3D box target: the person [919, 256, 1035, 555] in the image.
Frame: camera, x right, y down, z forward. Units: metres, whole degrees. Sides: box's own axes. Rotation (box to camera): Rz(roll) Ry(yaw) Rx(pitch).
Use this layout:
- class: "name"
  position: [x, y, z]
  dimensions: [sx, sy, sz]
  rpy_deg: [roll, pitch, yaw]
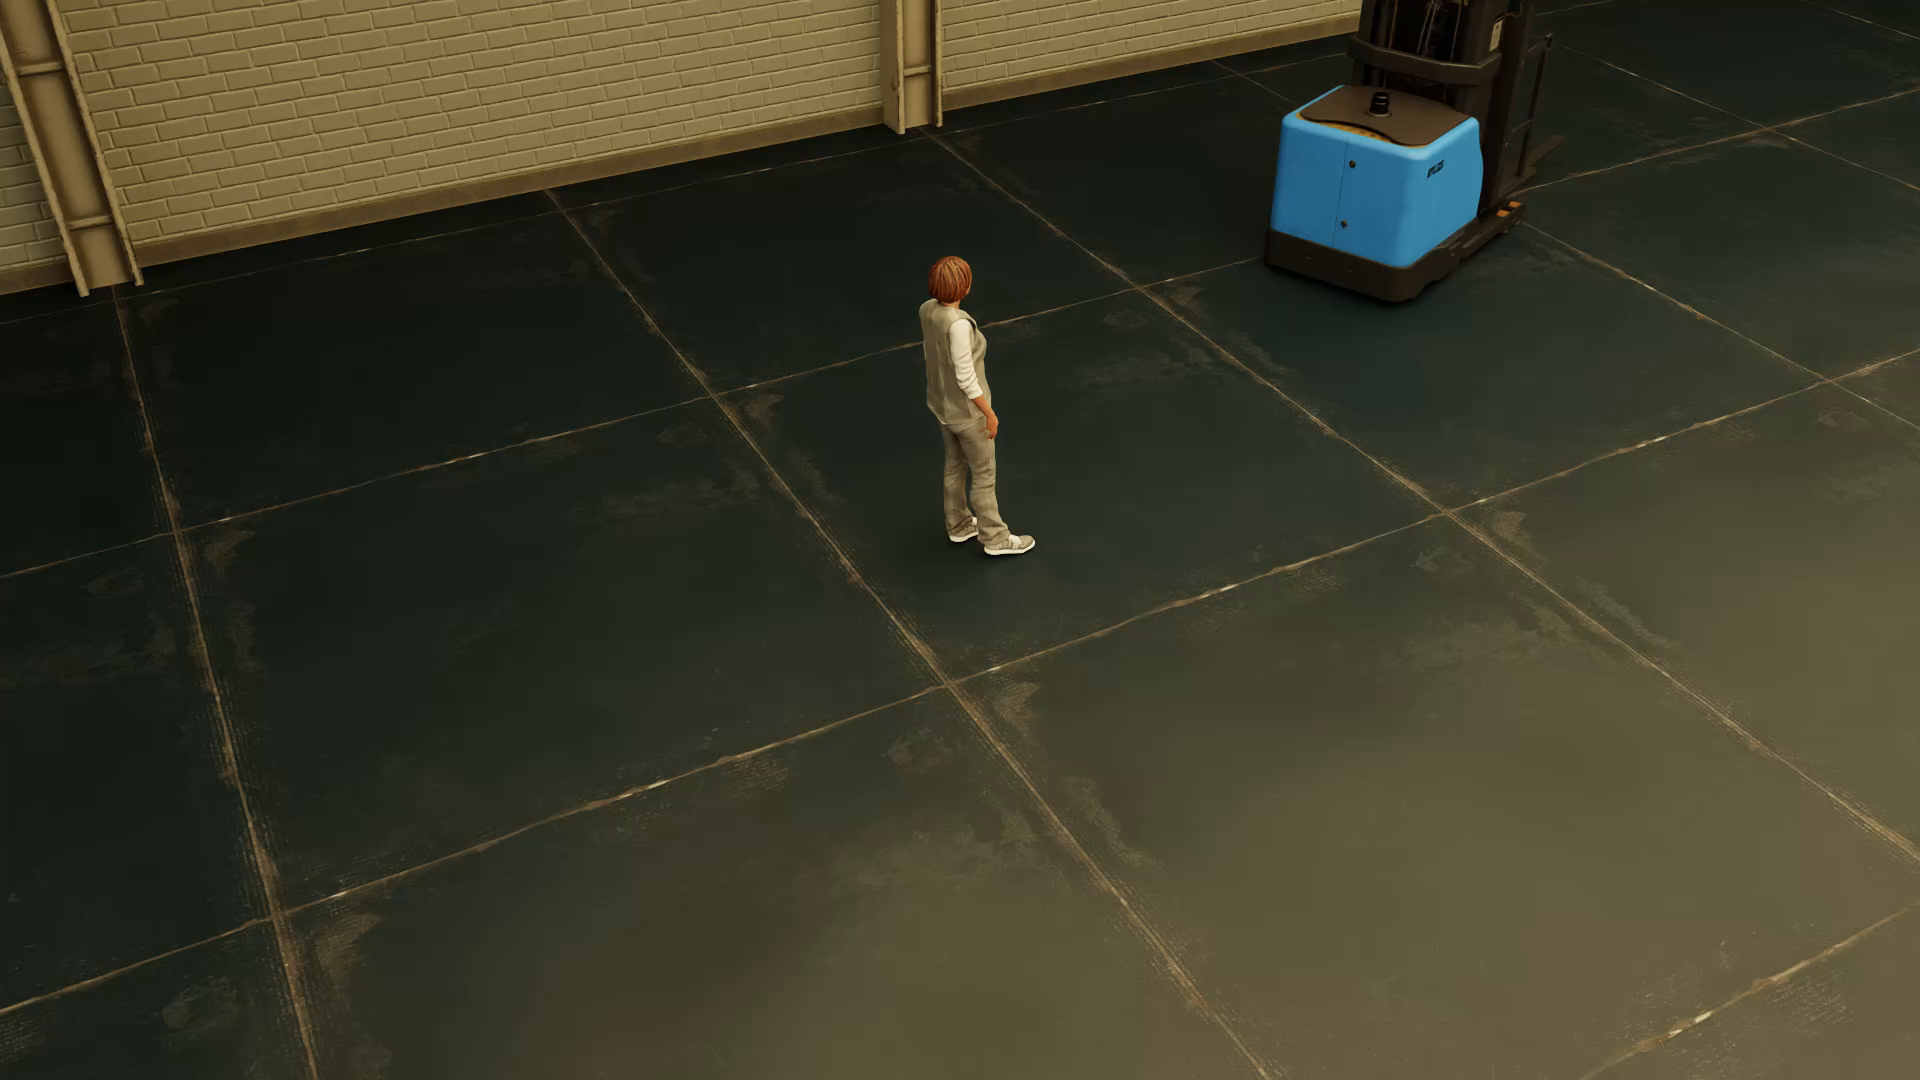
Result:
- class: "person"
  position: [0.072, -0.671, 8.215]
  dimensions: [0.475, 1.597, 0.520]
  rpy_deg: [-17, 39, -23]

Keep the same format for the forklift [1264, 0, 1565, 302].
- class: "forklift"
  position: [3.370, -3.513, 11.092]
  dimensions: [1.130, 2.935, 3.031]
  rpy_deg: [25, 42, 31]
